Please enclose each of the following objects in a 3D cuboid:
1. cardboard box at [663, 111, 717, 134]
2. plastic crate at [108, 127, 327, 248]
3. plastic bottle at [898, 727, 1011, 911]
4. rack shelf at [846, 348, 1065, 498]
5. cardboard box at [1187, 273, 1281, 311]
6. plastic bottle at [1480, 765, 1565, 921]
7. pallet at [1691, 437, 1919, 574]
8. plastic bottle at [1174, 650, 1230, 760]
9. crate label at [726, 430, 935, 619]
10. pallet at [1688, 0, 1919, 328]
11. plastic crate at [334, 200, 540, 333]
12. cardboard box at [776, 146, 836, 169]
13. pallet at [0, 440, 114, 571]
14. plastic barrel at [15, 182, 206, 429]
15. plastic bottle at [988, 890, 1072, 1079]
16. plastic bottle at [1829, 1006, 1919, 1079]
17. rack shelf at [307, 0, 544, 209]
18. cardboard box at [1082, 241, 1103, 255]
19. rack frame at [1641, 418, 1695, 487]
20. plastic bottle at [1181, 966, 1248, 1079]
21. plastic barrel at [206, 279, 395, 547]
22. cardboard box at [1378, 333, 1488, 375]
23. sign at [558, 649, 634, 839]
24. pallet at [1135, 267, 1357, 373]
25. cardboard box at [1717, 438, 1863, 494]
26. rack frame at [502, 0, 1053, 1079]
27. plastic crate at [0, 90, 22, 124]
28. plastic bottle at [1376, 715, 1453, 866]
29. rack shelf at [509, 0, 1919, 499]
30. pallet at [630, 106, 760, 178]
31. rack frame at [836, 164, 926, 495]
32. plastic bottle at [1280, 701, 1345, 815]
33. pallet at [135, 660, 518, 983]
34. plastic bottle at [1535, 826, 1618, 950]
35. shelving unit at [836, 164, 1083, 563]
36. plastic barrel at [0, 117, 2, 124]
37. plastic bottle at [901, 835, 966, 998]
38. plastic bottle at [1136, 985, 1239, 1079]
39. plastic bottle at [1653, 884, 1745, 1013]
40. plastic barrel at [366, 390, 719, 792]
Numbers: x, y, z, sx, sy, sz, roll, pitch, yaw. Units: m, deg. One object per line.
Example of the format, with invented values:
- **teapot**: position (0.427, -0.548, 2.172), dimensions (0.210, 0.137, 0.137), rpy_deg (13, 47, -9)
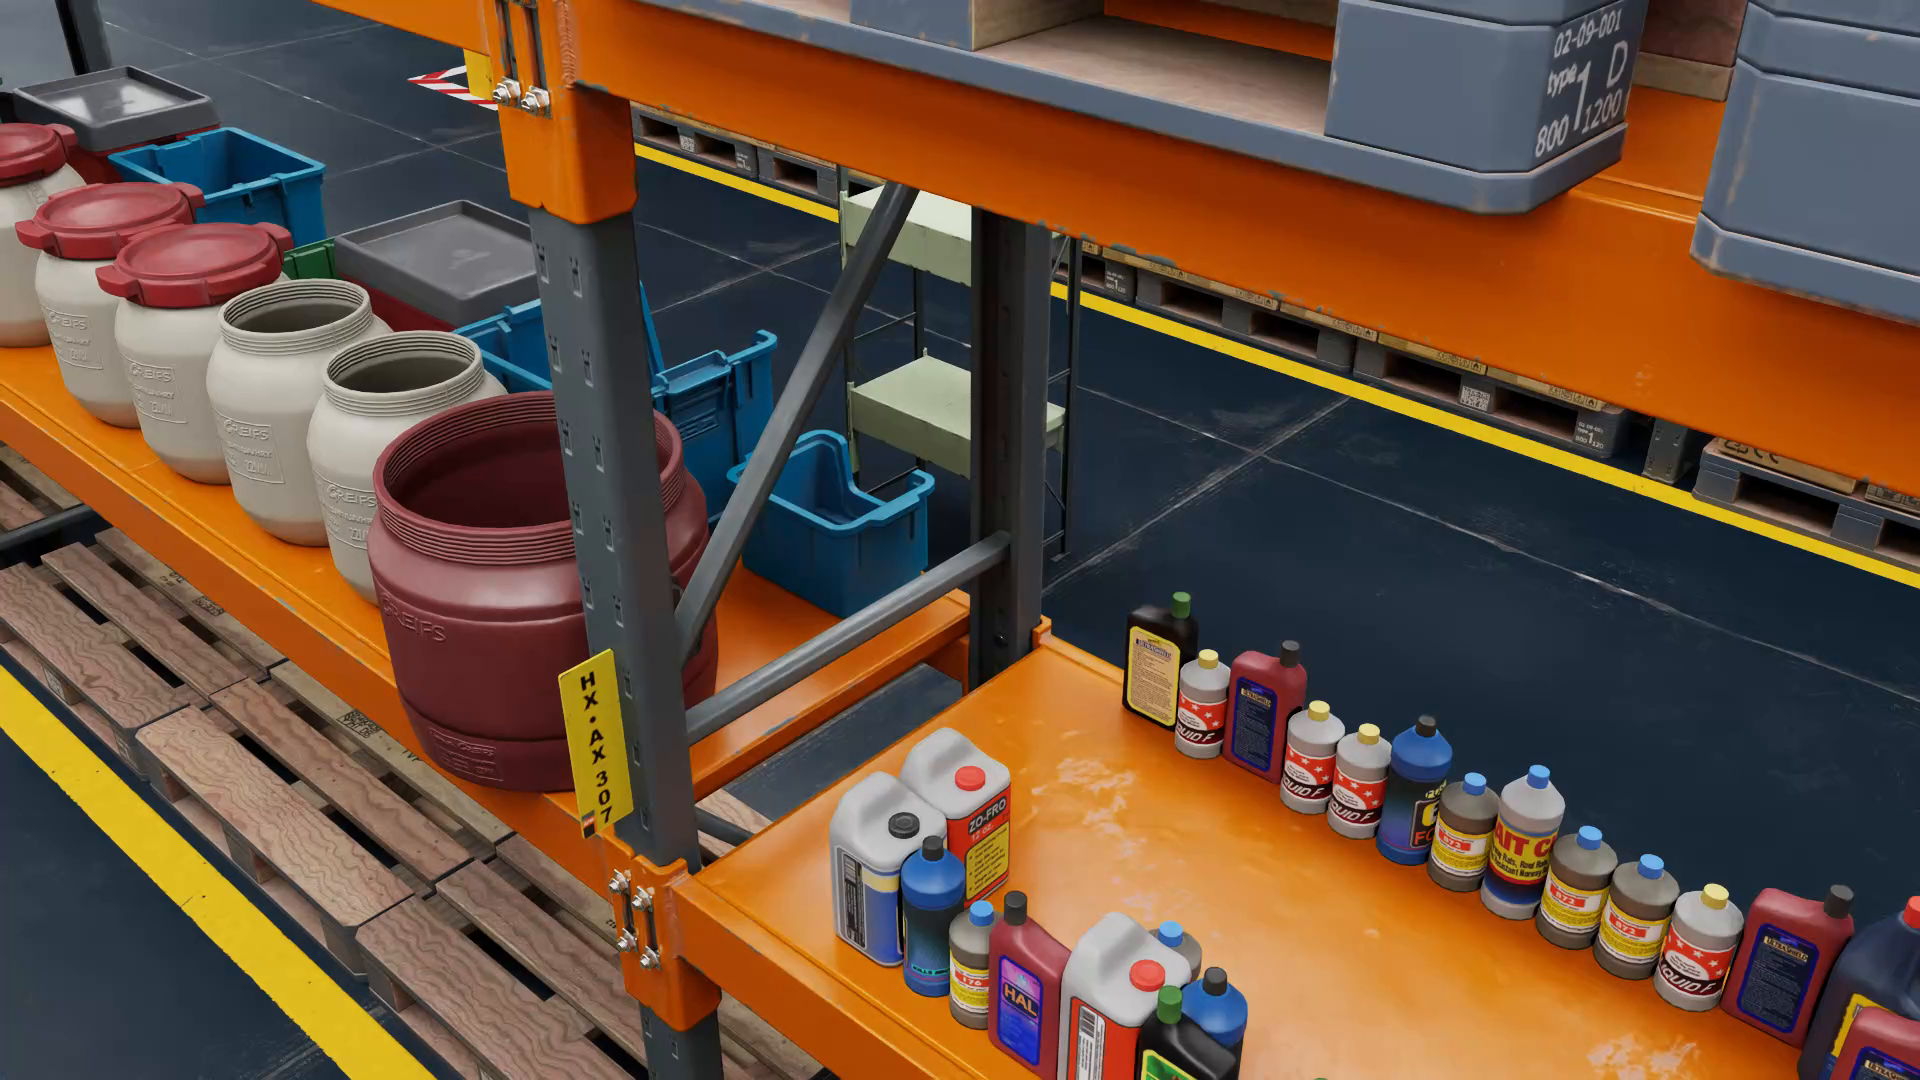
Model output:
- **cardboard box**: position (-1.457, -2.689, 10.067), dimensions (0.500, 0.250, 0.500), rpy_deg (25, 39, 35)
- **plastic crate**: position (-2.151, -0.930, 4.903), dimensions (0.575, 0.384, 0.392), rpy_deg (25, 39, 35)
- **plastic bottle**: position (-0.006, 0.453, 2.710), dimensions (0.135, 0.276, 0.152), rpy_deg (25, 39, 35)
- **rack shelf**: position (-0.005, -0.366, 6.035), dimensions (0.720, 0.370, 0.431), rpy_deg (25, 39, 35)
- **cardboard box**: position (1.423, -1.329, 7.807), dimensions (0.500, 0.250, 0.500), rpy_deg (26, 40, 36)
- **plastic bottle**: position (0.908, 0.478, 2.673), dimensions (0.097, 0.271, 0.097), rpy_deg (0, 31, 0)
- **pallet**: position (3.643, -0.241, 6.446), dimensions (1.213, 0.211, 1.003), rpy_deg (25, 39, 35)
- **plastic bottle**: position (0.448, 0.293, 3.047), dimensions (0.097, 0.201, 0.097), rpy_deg (0, 31, 0)
- **crate label**: position (-0.273, -0.033, 3.559), dimensions (0.416, 0.233, 0.303), rpy_deg (25, 39, 35)
- **pallet**: position (1.264, -0.261, 1.050), dimensions (1.213, 0.211, 1.003), rpy_deg (25, 39, 35)
- **plastic crate**: position (-1.204, -0.519, 4.142), dimensions (0.583, 0.464, 0.402), rpy_deg (25, 39, 35)
- **cardboard box**: position (-0.705, -2.349, 9.502), dimensions (0.500, 0.250, 0.500), rpy_deg (25, 39, 35)
- **pallet**: position (-3.647, -0.254, 6.467), dimensions (1.213, 0.211, 1.003), rpy_deg (25, 39, 35)
- **plastic barrel**: position (-2.071, -0.589, 4.189), dimensions (0.433, 0.535, 0.433), rpy_deg (0, 31, 0)
- **plastic bottle**: position (0.105, 0.639, 2.394), dimensions (0.133, 0.283, 0.061), rpy_deg (25, 39, 35)
- **plastic bottle**: position (1.262, 0.726, 2.249), dimensions (0.133, 0.283, 0.061), rpy_deg (25, 39, 35)
- **rack shelf**: position (-1.695, -1.485, 3.597), dimensions (4.000, 0.370, 1.077), rpy_deg (25, 39, 35)
- **cardboard box**: position (0.660, -1.683, 8.396), dimensions (0.500, 0.250, 0.500), rpy_deg (26, 40, 36)
- **rack frame**: position (3.115, -1.709, 6.180), dimensions (0.127, 3.000, 1.000), rpy_deg (25, 39, 35)
- **plastic bottle**: position (0.344, 0.700, 2.303), dimensions (0.097, 0.271, 0.097), rpy_deg (0, 31, 0)
- **plastic barrel**: position (-1.430, -0.284, 3.705), dimensions (0.421, 0.512, 0.421), rpy_deg (0, 31, 0)
- **cardboard box**: position (2.177, -0.976, 7.222), dimensions (0.500, 0.250, 0.500), rpy_deg (25, 39, 35)
- **sign**: position (-0.576, 0.327, 2.640), dimensions (0.005, 0.325, 0.100), rpy_deg (25, 39, 35)
- **pallet**: position (1.630, -1.236, 8.099), dimensions (1.213, 0.211, 1.003), rpy_deg (25, 39, 35)
- **cardboard box**: position (3.261, -0.559, 6.268), dimensions (0.500, 0.500, 0.500), rpy_deg (27, 40, 37)
- **rack frame**: position (-0.212, 0.184, 3.036), dimensions (0.127, 3.000, 1.000), rpy_deg (25, 39, 35)
- **plastic crate**: position (-3.480, -1.403, 5.733), dimensions (0.504, 0.338, 0.767), rpy_deg (25, 39, 35)
- **plastic bottle**: position (0.763, 0.410, 2.785), dimensions (0.097, 0.271, 0.097), rpy_deg (0, 31, 0)
- **rack shelf**: position (1.271, -0.100, 1.298), dimensions (4.000, 0.370, 1.077), rpy_deg (25, 39, 35)
- **pallet**: position (-1.321, -2.612, 10.384), dimensions (1.213, 0.211, 1.003), rpy_deg (25, 39, 35)
- **rack frame**: position (-0.276, -0.772, 6.077), dimensions (0.023, 1.500, 0.400), rpy_deg (25, 39, 35)
- **plastic bottle**: position (0.619, 0.373, 2.915), dimensions (0.097, 0.201, 0.097), rpy_deg (0, 31, 0)
- **pallet**: position (-1.660, 0.674, 4.926), dimensions (1.213, 0.211, 1.003), rpy_deg (25, 39, 35)
- **plastic bottle**: position (0.980, 0.541, 2.635), dimensions (0.097, 0.201, 0.097), rpy_deg (0, 31, 0)
- **shelving unit**: position (-0.005, -0.645, 5.867), dimensions (0.755, 1.500, 0.431), rpy_deg (25, 39, 35)
- **plastic barrel**: position (-3.094, -1.165, 4.791), dimensions (0.708, 0.901, 0.600), rpy_deg (25, 39, 35)
- **plastic bottle**: position (-0.040, 0.563, 2.531), dimensions (0.097, 0.271, 0.097), rpy_deg (0, 31, 0)
- **plastic bottle**: position (0.304, 0.732, 2.240), dimensions (0.133, 0.283, 0.061), rpy_deg (25, 39, 35)
- **plastic bottle**: position (1.124, 0.609, 2.523), dimensions (0.097, 0.201, 0.097), rpy_deg (0, 31, 0)
- **plastic barrel**: position (-0.759, 0.081, 3.075), dimensions (0.708, 0.536, 0.600), rpy_deg (25, 39, 35)
